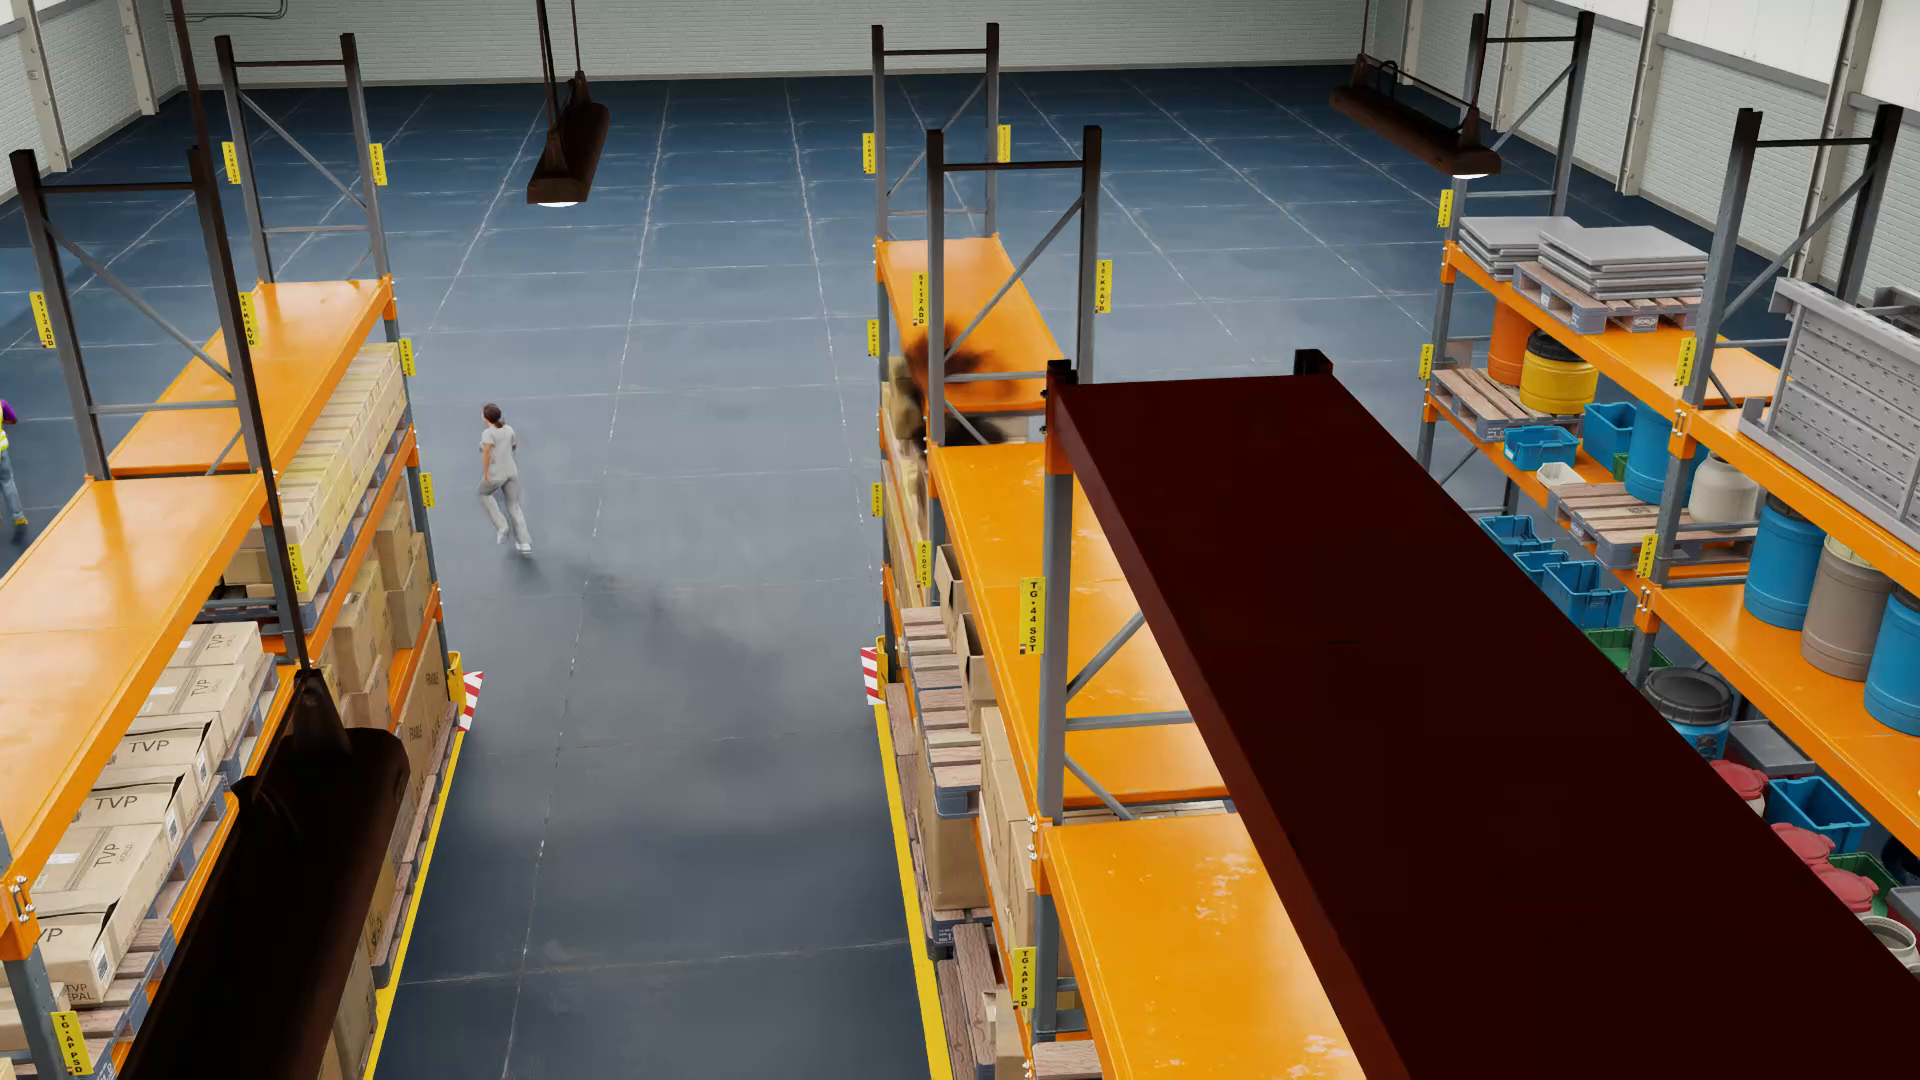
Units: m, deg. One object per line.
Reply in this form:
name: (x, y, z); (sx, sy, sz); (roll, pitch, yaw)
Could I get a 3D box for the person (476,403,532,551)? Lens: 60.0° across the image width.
person: (-4.954, -0.664, 17.961); (0.798, 1.654, 0.590); (20, 32, 35)

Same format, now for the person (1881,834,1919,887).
person: (7.085, 2.169, 12.179); (0.522, 1.554, 0.555); (-9, 27, -17)

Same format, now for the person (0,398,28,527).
person: (-10.758, -0.955, 18.453); (0.720, 1.834, 0.787); (-20, 32, -35)

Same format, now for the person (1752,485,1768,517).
person: (8.775, -0.731, 17.949); (0.894, 1.787, 0.656); (14, 29, 27)
